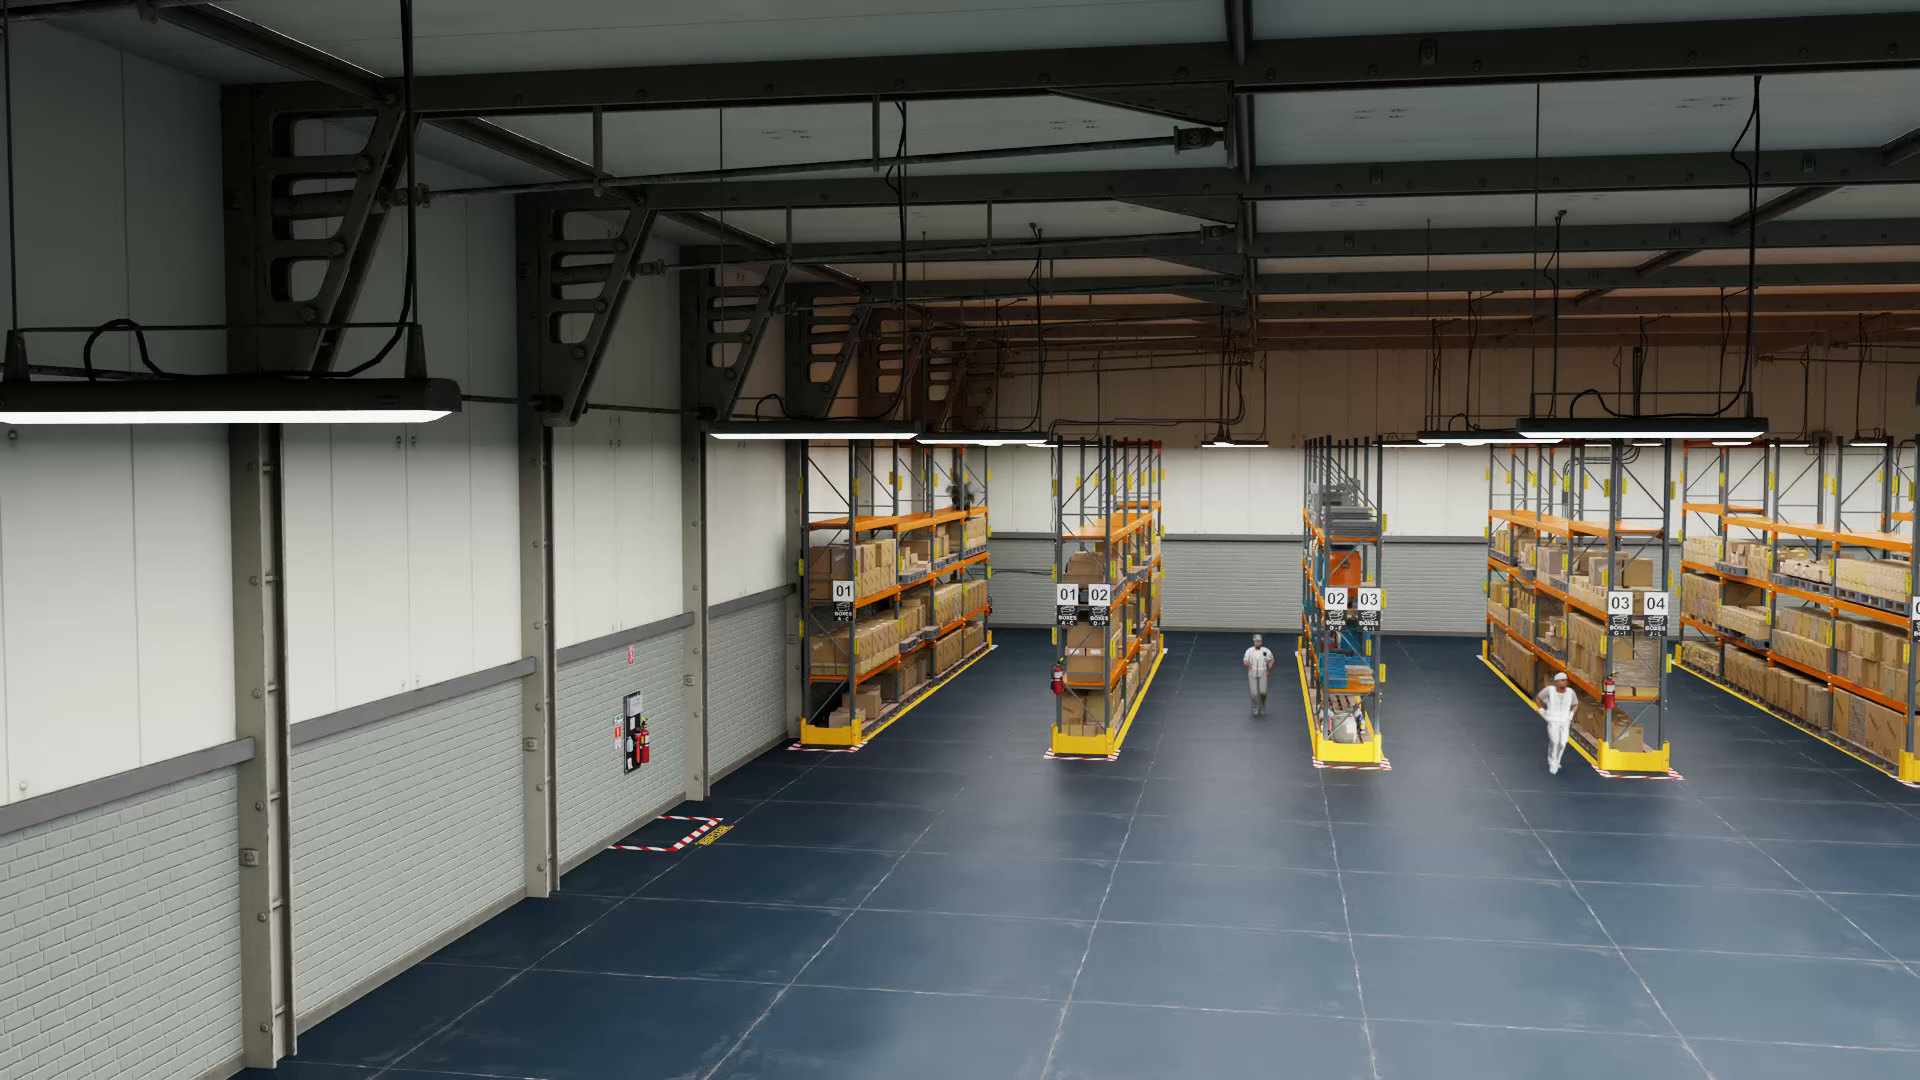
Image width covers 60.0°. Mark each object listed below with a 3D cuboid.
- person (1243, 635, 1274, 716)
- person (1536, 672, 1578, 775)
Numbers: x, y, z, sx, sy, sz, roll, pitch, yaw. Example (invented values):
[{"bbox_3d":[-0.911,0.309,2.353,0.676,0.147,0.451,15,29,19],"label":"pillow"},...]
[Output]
[{"bbox_3d":[6.410,2.913,35.743,0.648,1.760,0.617,1,3,12],"label":"person"},{"bbox_3d":[10.639,3.245,29.555,0.695,1.800,0.678,0,3,3],"label":"person"}]
